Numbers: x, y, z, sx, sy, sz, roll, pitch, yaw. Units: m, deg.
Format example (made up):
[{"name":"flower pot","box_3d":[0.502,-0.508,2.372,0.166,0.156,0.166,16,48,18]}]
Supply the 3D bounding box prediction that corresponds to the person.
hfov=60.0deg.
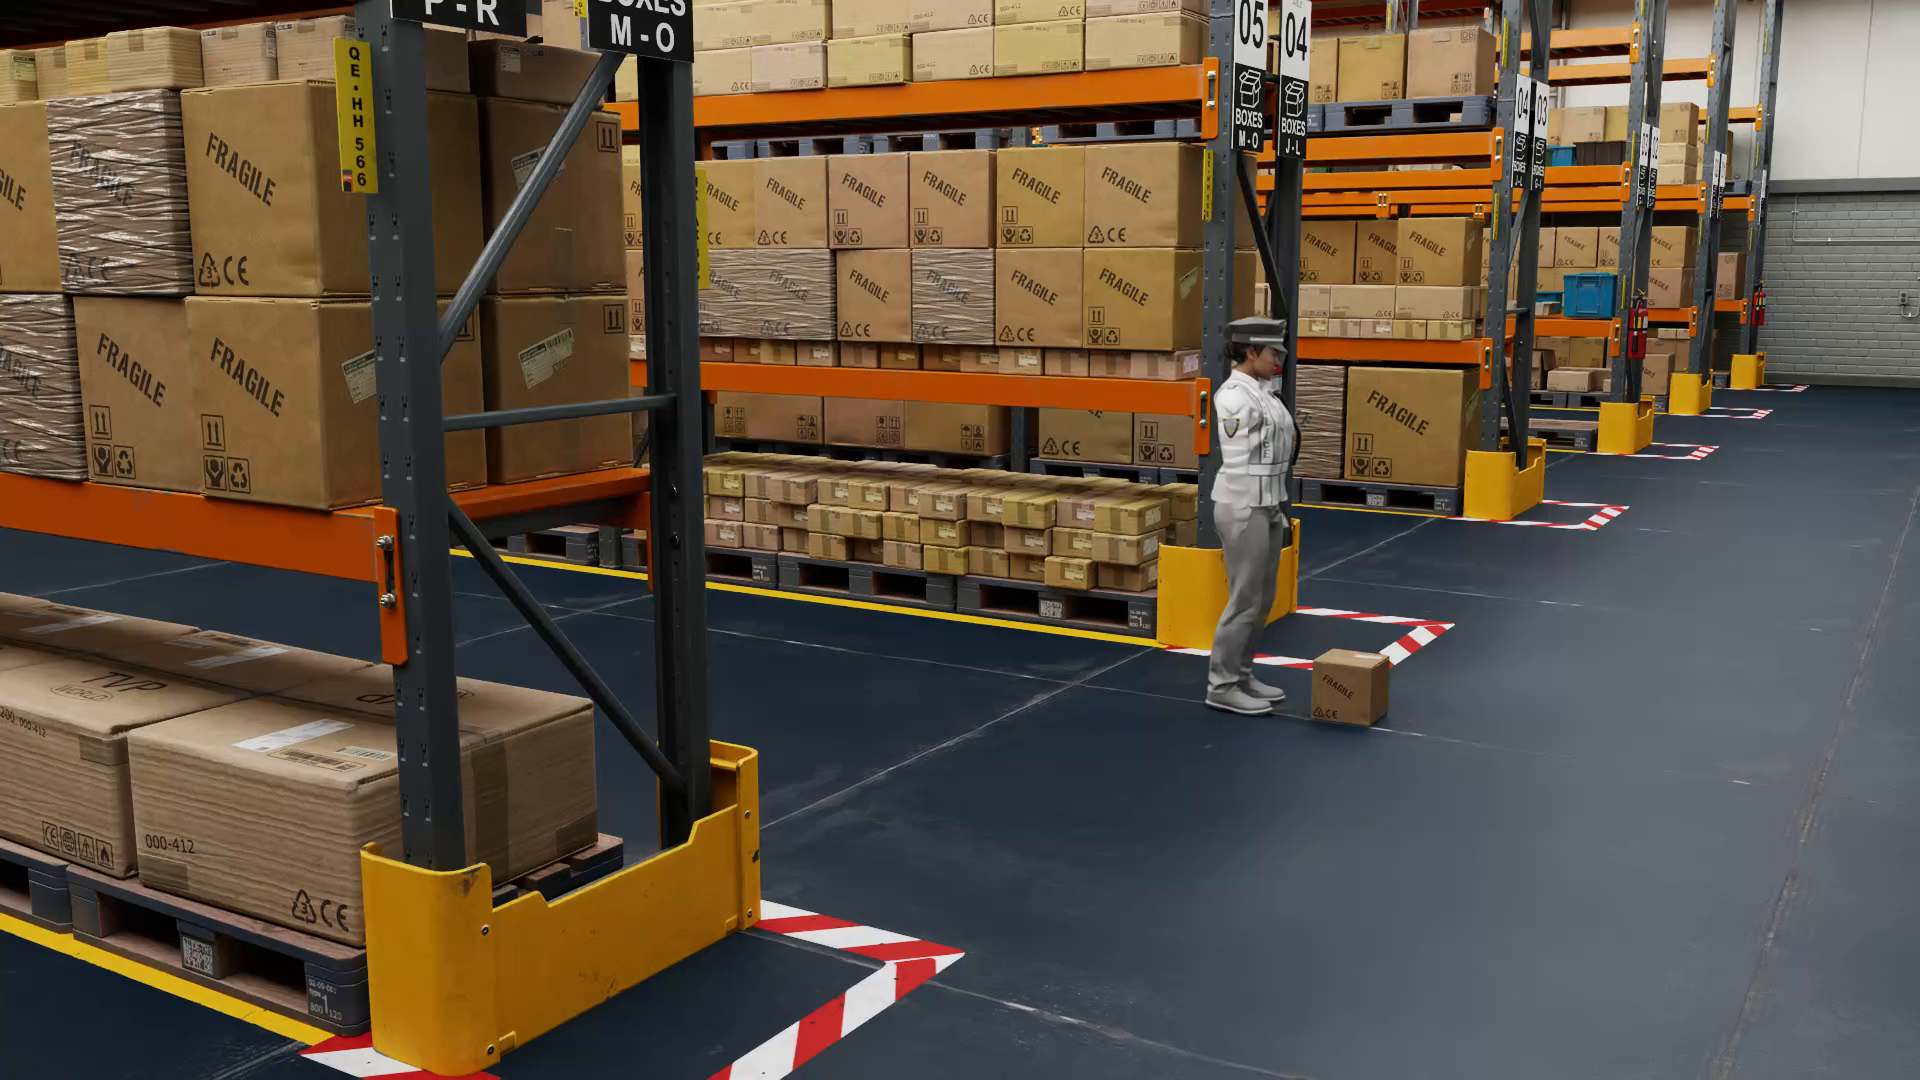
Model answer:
[{"name":"person","box_3d":[1.245,-0.111,7.058,0.328,1.662,0.469,5,11,26]}]
